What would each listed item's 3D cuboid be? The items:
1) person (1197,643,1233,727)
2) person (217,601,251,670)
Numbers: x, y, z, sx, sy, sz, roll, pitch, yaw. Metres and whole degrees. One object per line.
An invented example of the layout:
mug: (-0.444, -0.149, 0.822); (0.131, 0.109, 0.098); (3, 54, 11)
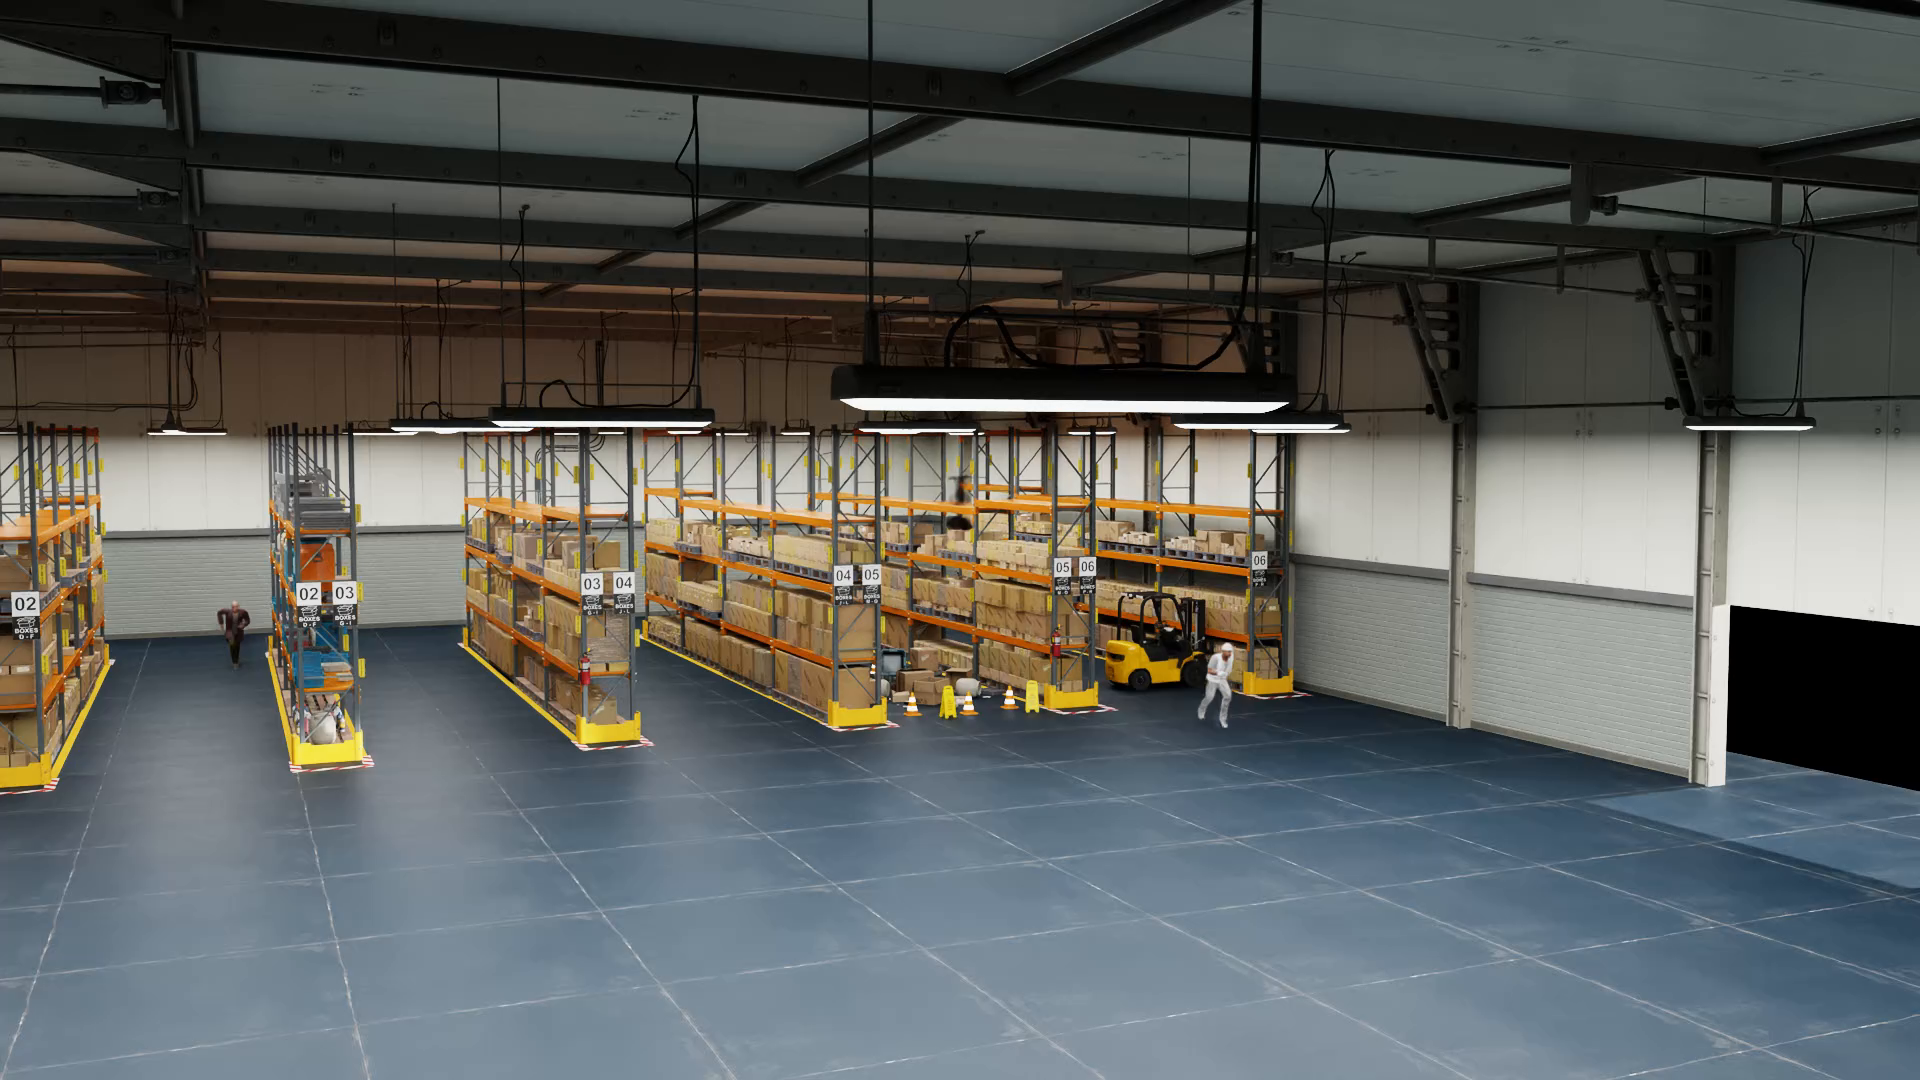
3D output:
person: (5.134, 2.881, 33.279); (0.729, 1.722, 1.022); (-2, 4, -30)
person: (-18.135, 2.368, 41.561); (0.753, 1.744, 1.015); (-2, 4, -25)
